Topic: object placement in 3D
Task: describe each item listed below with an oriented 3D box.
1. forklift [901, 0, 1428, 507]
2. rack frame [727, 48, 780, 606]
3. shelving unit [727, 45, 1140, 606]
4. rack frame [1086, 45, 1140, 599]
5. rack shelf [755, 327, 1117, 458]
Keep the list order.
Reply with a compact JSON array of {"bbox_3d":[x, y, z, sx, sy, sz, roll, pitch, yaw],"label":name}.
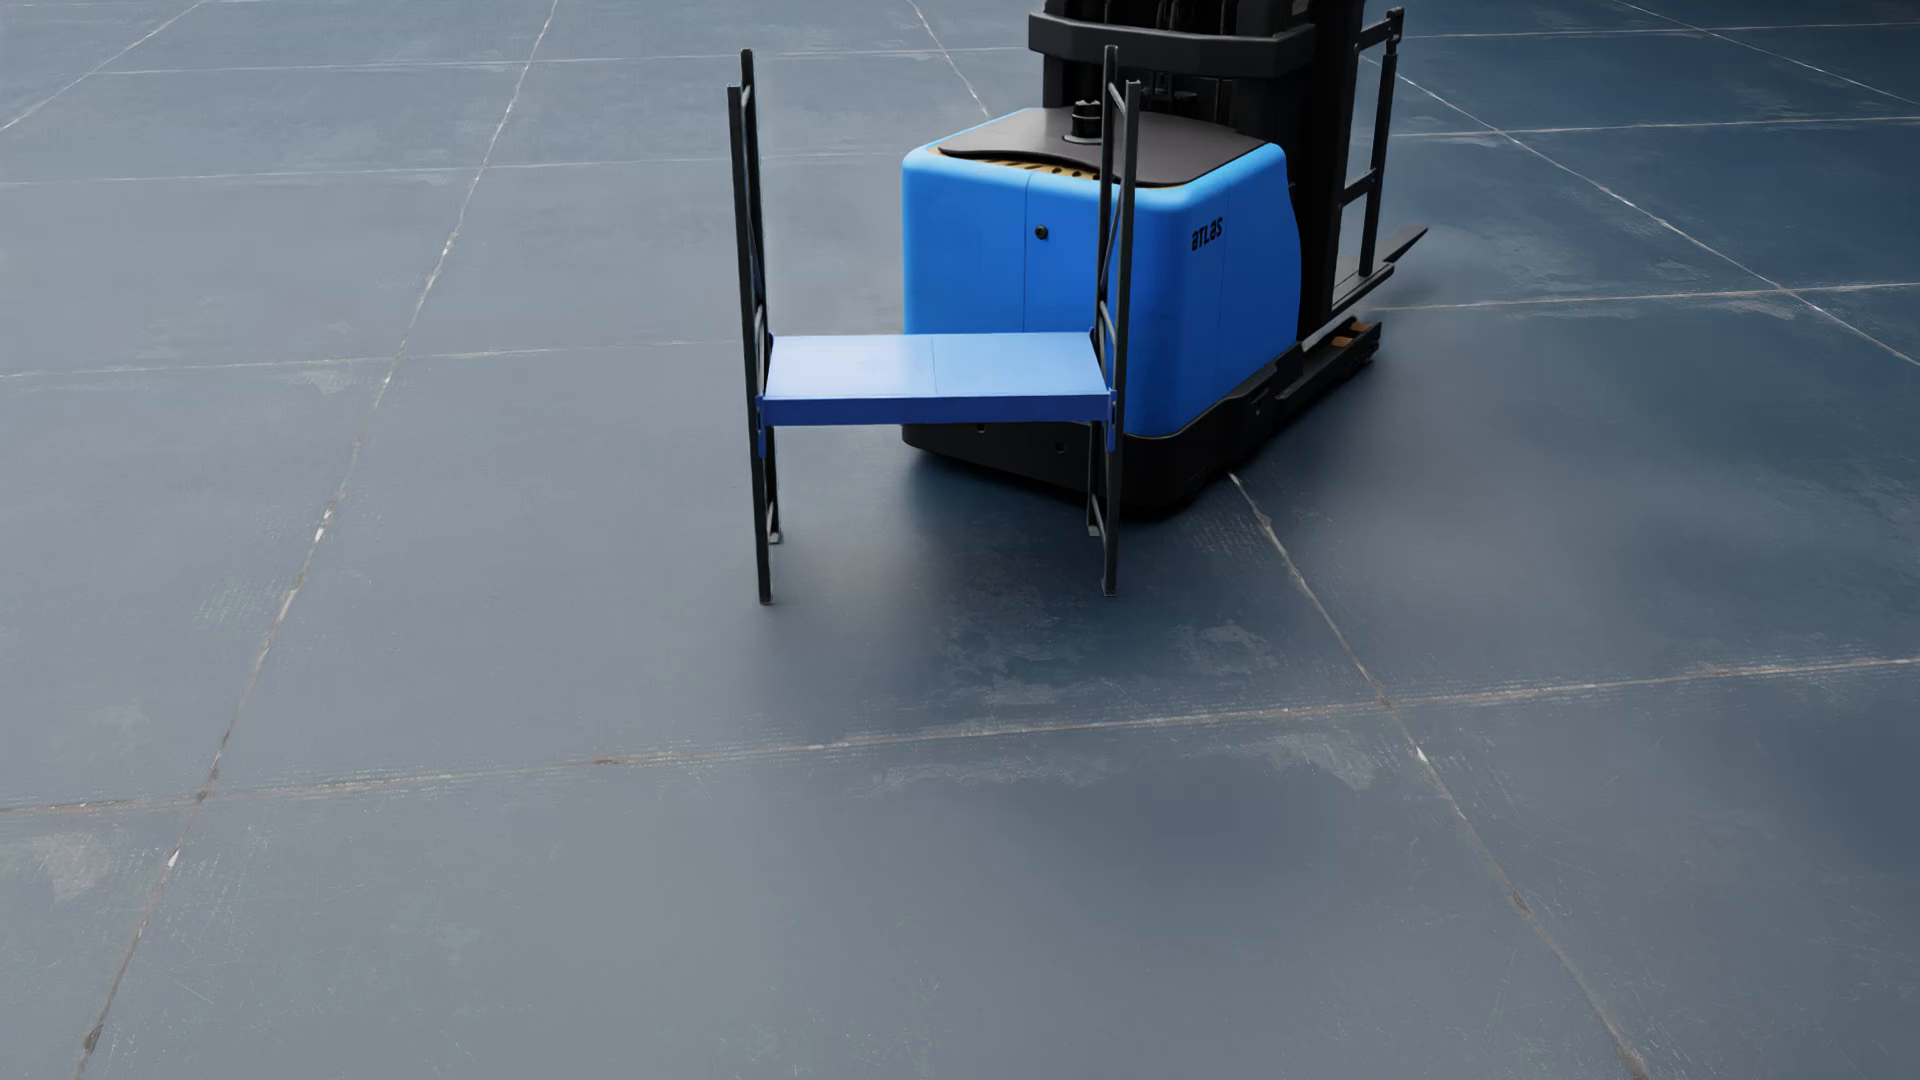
[{"bbox_3d":[1.018,-2.035,6.005,1.130,2.935,3.031,16,31,29],"label":"forklift"},{"bbox_3d":[-0.582,-0.589,4.755,0.032,1.500,0.500,-1,27,-2],"label":"rack frame"},{"bbox_3d":[-0.074,-0.599,4.774,1.048,1.500,0.538,-1,27,-2],"label":"shelving unit"},{"bbox_3d":[0.433,-0.609,4.793,0.032,1.500,0.500,-1,27,-2],"label":"rack frame"},{"bbox_3d":[-0.074,-0.439,4.856,1.000,0.185,0.538,-1,27,-2],"label":"rack shelf"}]
